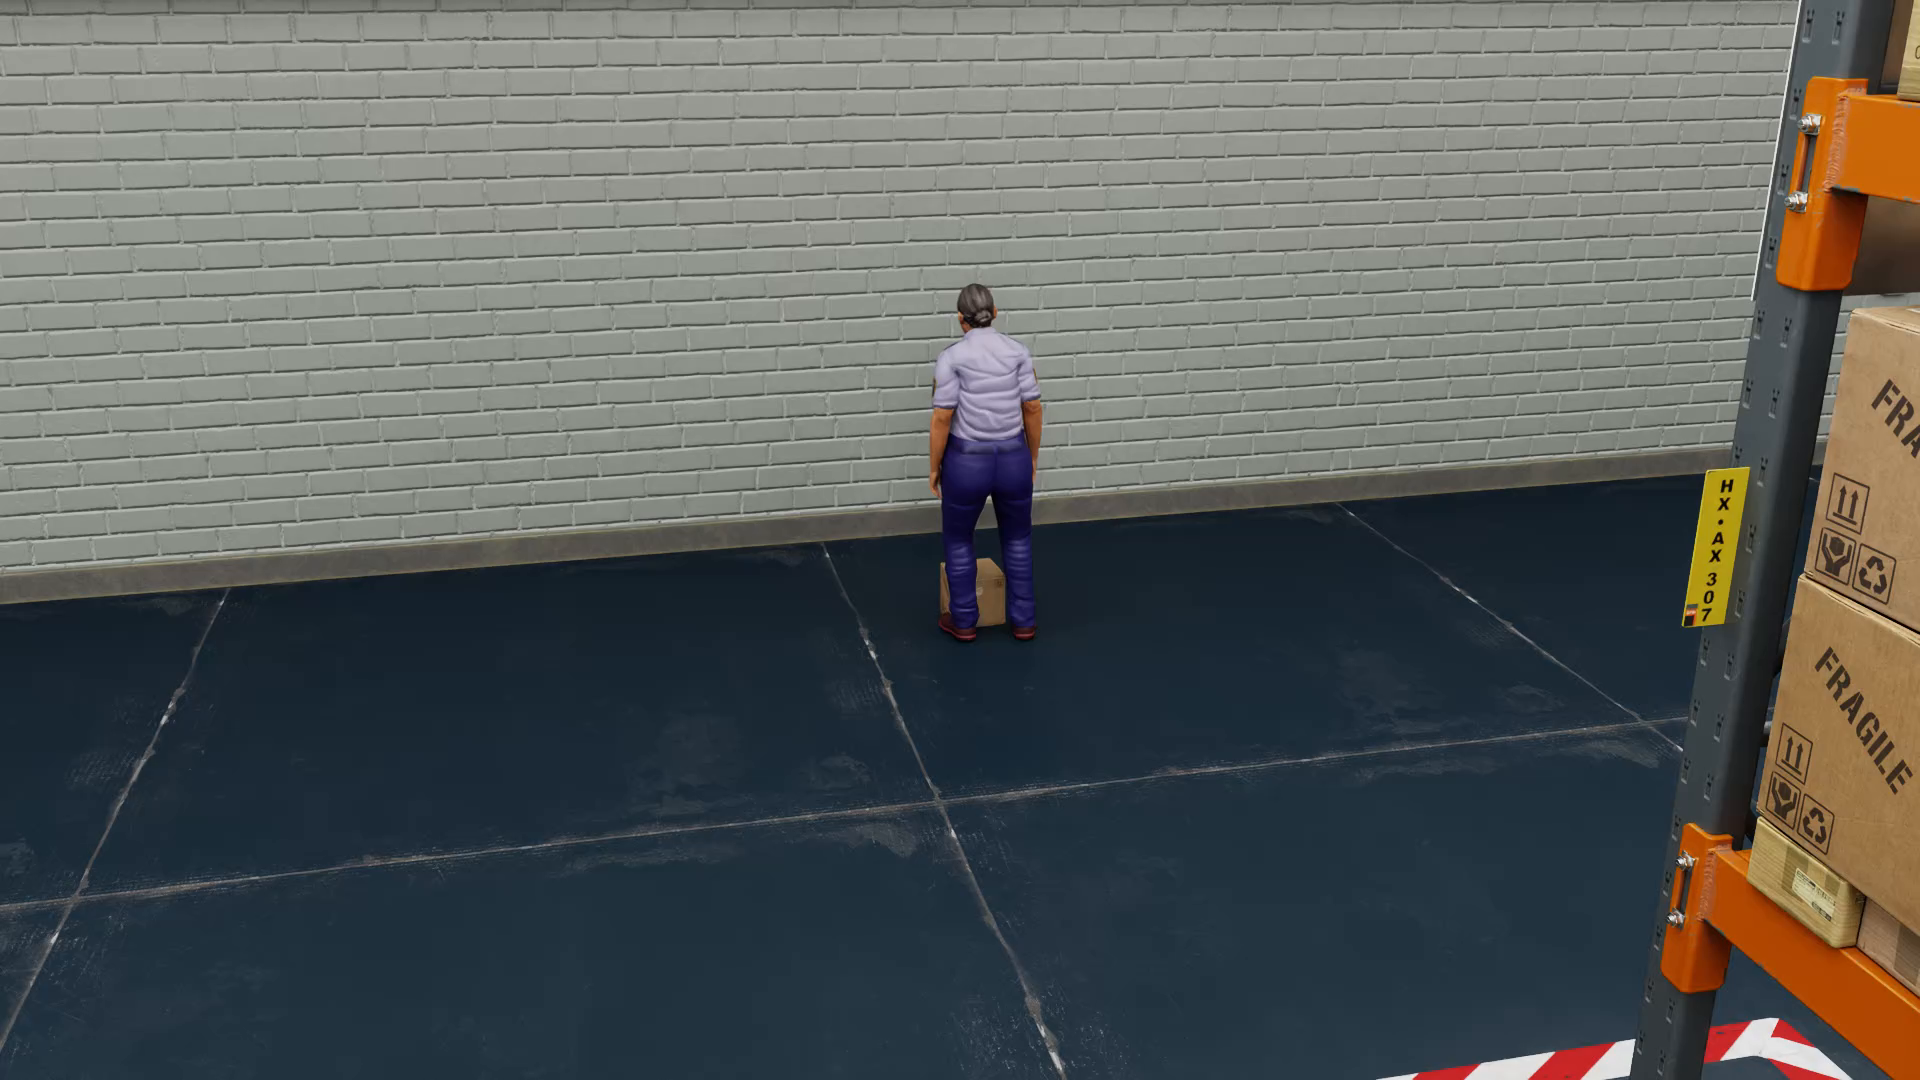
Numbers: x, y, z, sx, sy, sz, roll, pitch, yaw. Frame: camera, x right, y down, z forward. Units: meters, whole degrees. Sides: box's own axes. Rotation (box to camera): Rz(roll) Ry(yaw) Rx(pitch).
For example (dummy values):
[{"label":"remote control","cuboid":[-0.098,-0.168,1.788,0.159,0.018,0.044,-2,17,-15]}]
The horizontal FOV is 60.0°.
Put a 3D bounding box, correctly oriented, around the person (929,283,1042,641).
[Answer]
[{"label":"person","cuboid":[0.114,-0.335,7.517,0.553,1.650,0.425,-6,21,-15]}]
